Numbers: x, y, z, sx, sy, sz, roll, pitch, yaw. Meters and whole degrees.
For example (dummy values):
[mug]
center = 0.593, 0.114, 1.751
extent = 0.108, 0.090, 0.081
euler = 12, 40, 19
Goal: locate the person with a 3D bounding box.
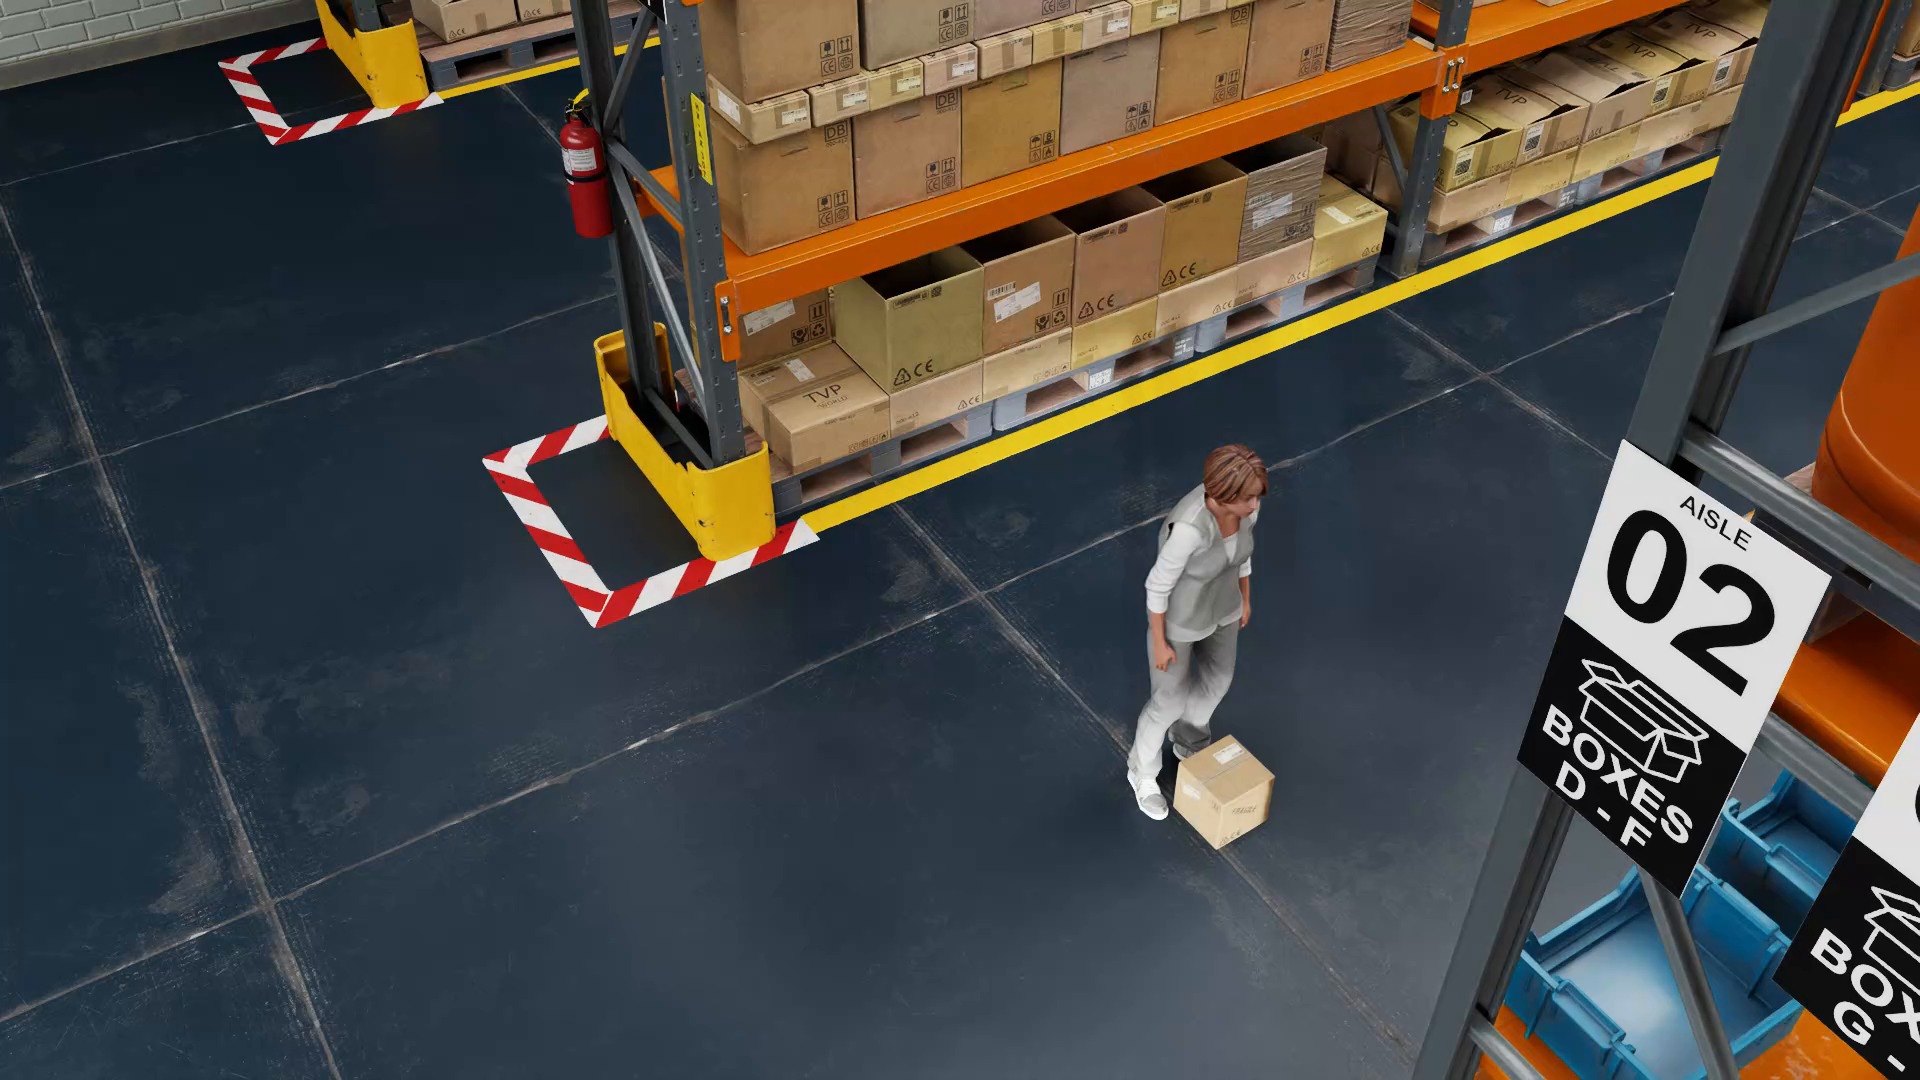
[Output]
[person]
center = 0.832, 0.289, 5.840
extent = 0.483, 1.591, 0.347
euler = -26, 47, -26
